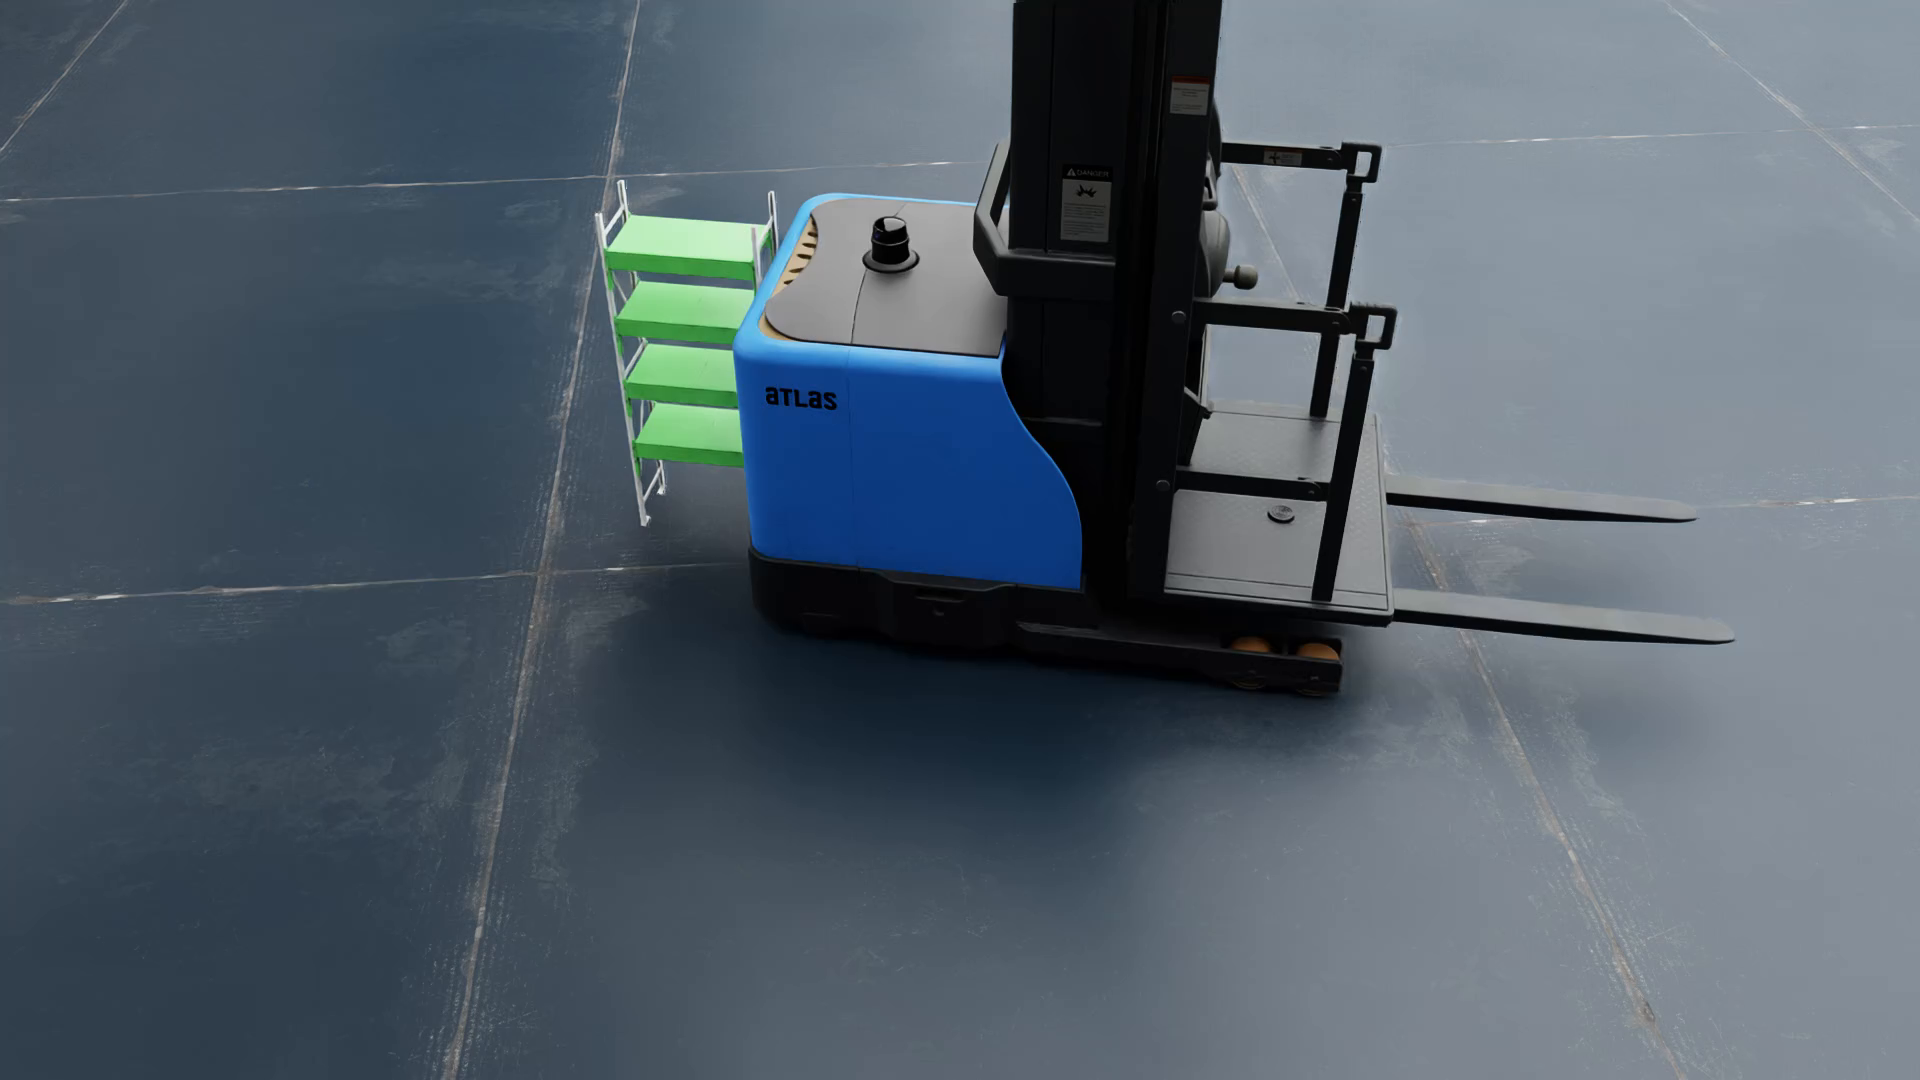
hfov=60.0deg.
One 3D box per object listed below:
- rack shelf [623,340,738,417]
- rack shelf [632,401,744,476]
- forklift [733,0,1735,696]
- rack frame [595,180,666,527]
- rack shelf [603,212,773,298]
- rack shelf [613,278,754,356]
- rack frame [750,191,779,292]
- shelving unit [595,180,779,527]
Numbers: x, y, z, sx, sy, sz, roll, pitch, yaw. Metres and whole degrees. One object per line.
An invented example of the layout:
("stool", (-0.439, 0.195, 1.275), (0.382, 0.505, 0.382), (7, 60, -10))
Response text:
("rack shelf", (-0.846, -0.518, 5.541), (0.480, 0.148, 0.258), (6, 39, 7))
("rack shelf", (-0.846, -0.330, 5.690), (0.480, 0.148, 0.258), (6, 39, 7))
("forklift", (0.892, -1.024, 4.682), (3.031, 2.935, 1.130), (6, 39, 7))
("rack frame", (-1.087, -0.592, 5.532), (0.015, 1.200, 0.240), (6, 39, 7))
("rack shelf", (-0.846, -0.895, 5.244), (0.480, 0.148, 0.258), (6, 39, 7))
("rack shelf", (-0.846, -0.707, 5.393), (0.480, 0.148, 0.258), (6, 39, 7))
("rack frame", (-0.605, -0.545, 5.472), (0.015, 1.200, 0.240), (6, 39, 7))
("shelving unit", (-0.846, -0.568, 5.502), (0.503, 1.200, 0.258), (6, 39, 7))
